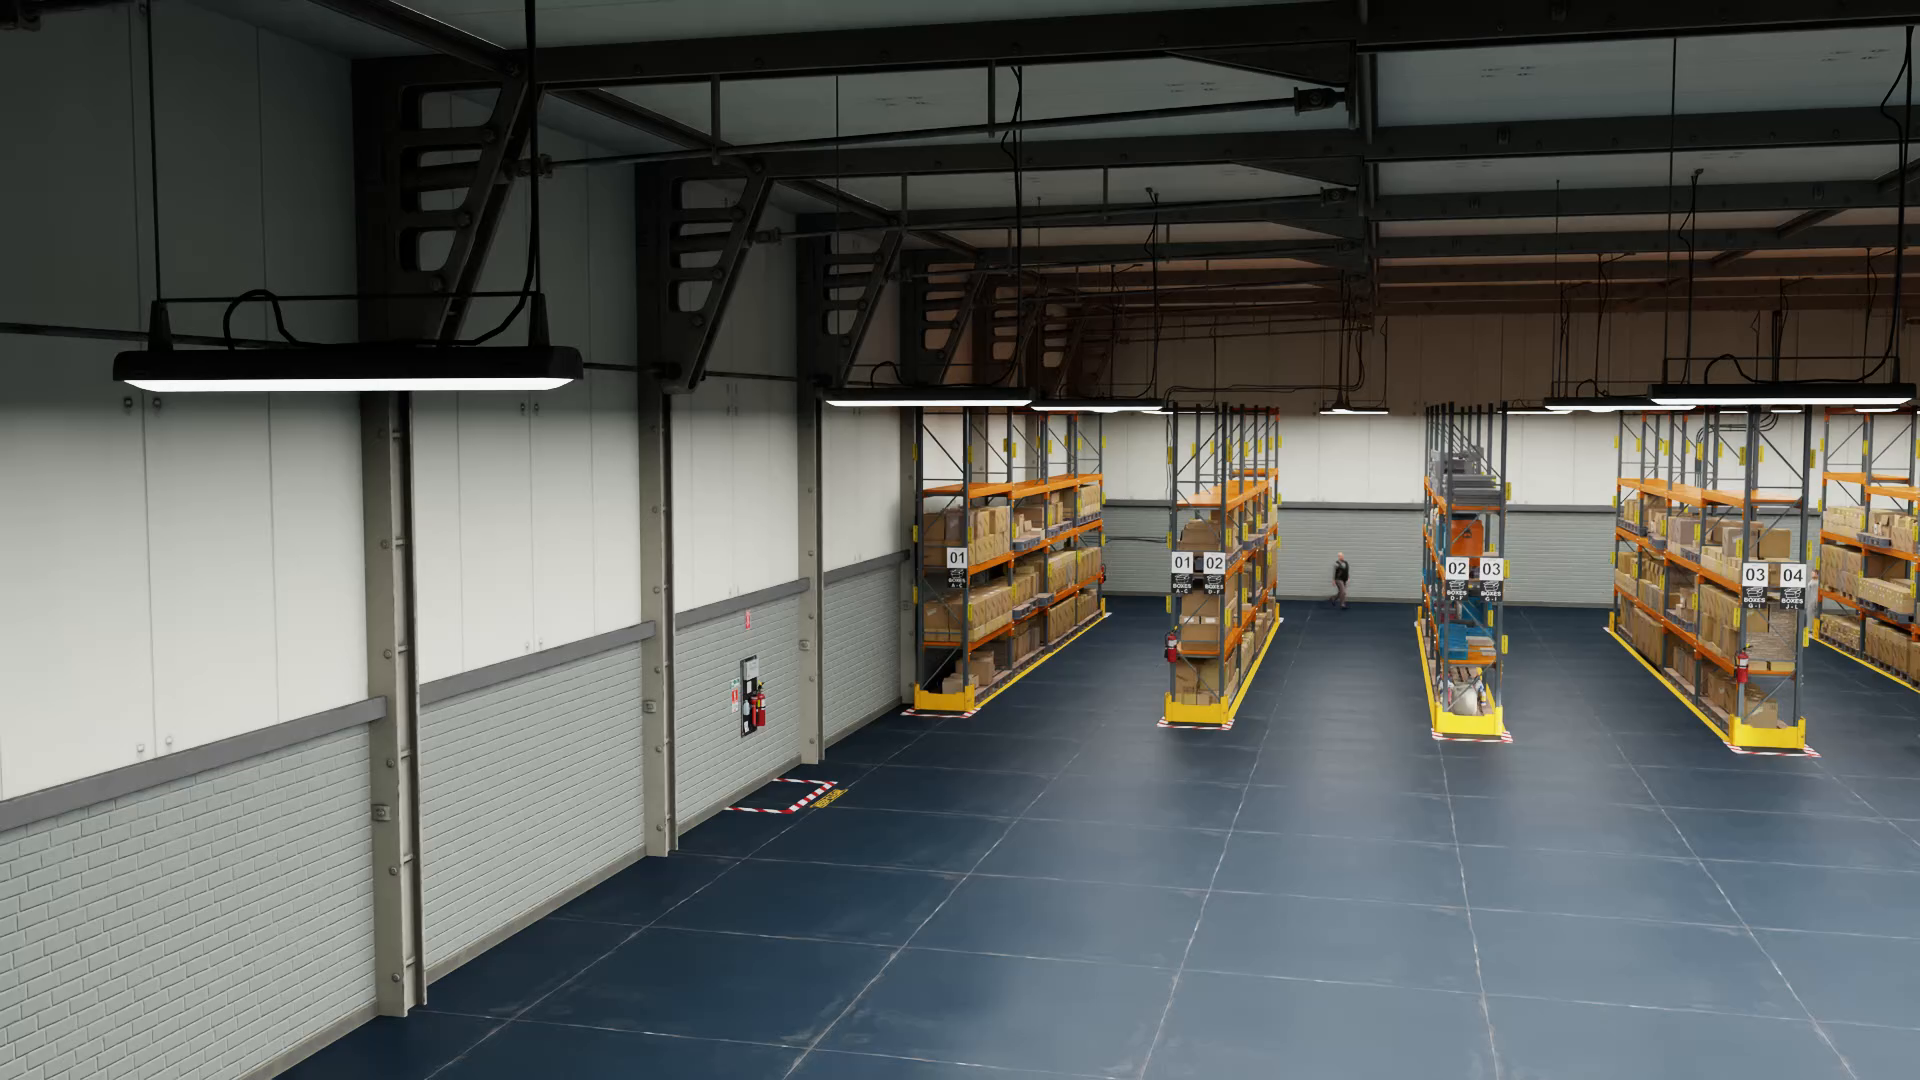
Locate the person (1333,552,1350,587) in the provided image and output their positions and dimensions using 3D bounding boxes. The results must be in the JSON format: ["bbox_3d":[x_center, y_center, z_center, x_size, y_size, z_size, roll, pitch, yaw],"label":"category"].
[{"bbox_3d":[11.354,0.883,49.391,0.522,1.033,0.386,-3,5,-39],"label":"person"}]

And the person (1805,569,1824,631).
[{"bbox_3d":[22.841,1.602,44.382,0.663,1.654,0.451,1,4,12],"label":"person"}]
